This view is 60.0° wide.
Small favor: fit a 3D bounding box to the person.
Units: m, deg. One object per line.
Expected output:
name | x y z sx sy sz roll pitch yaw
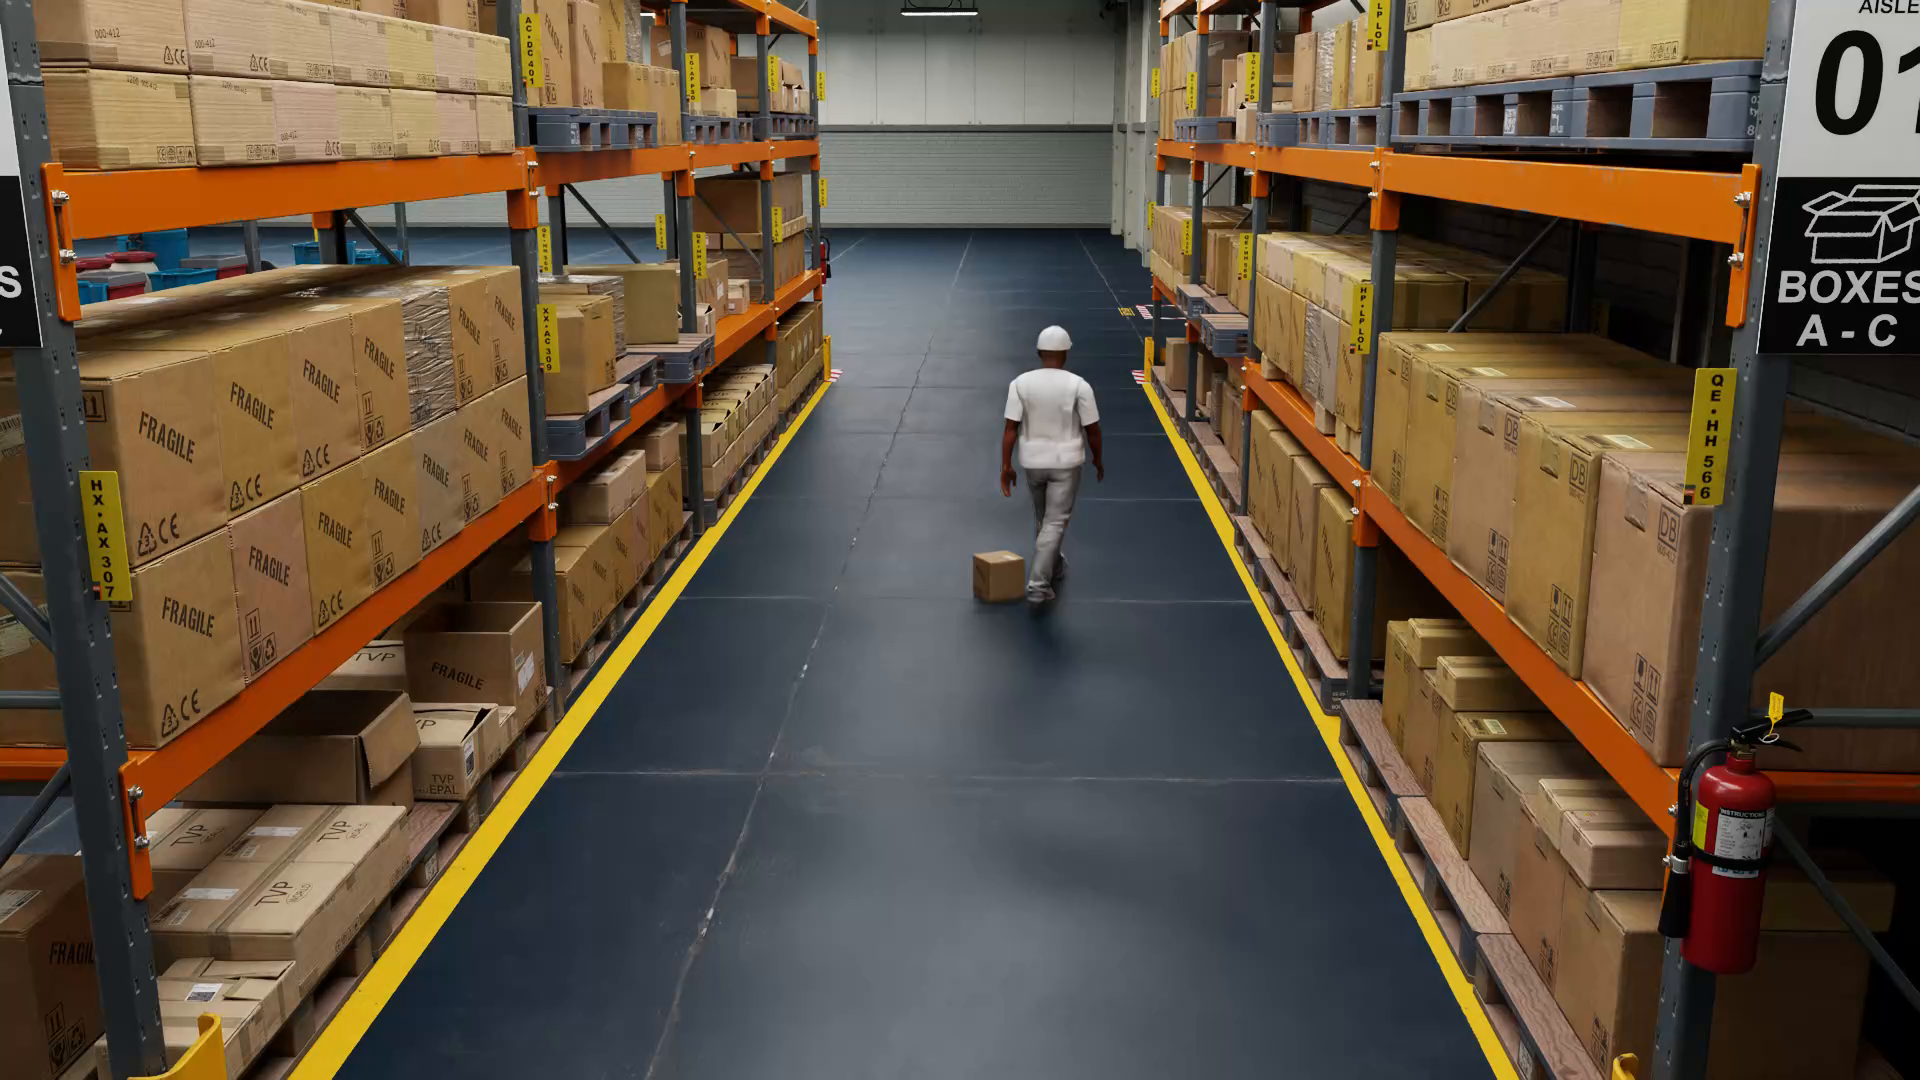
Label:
person | 0.615 -0.503 10.501 0.580 1.714 1.068 6 15 23
